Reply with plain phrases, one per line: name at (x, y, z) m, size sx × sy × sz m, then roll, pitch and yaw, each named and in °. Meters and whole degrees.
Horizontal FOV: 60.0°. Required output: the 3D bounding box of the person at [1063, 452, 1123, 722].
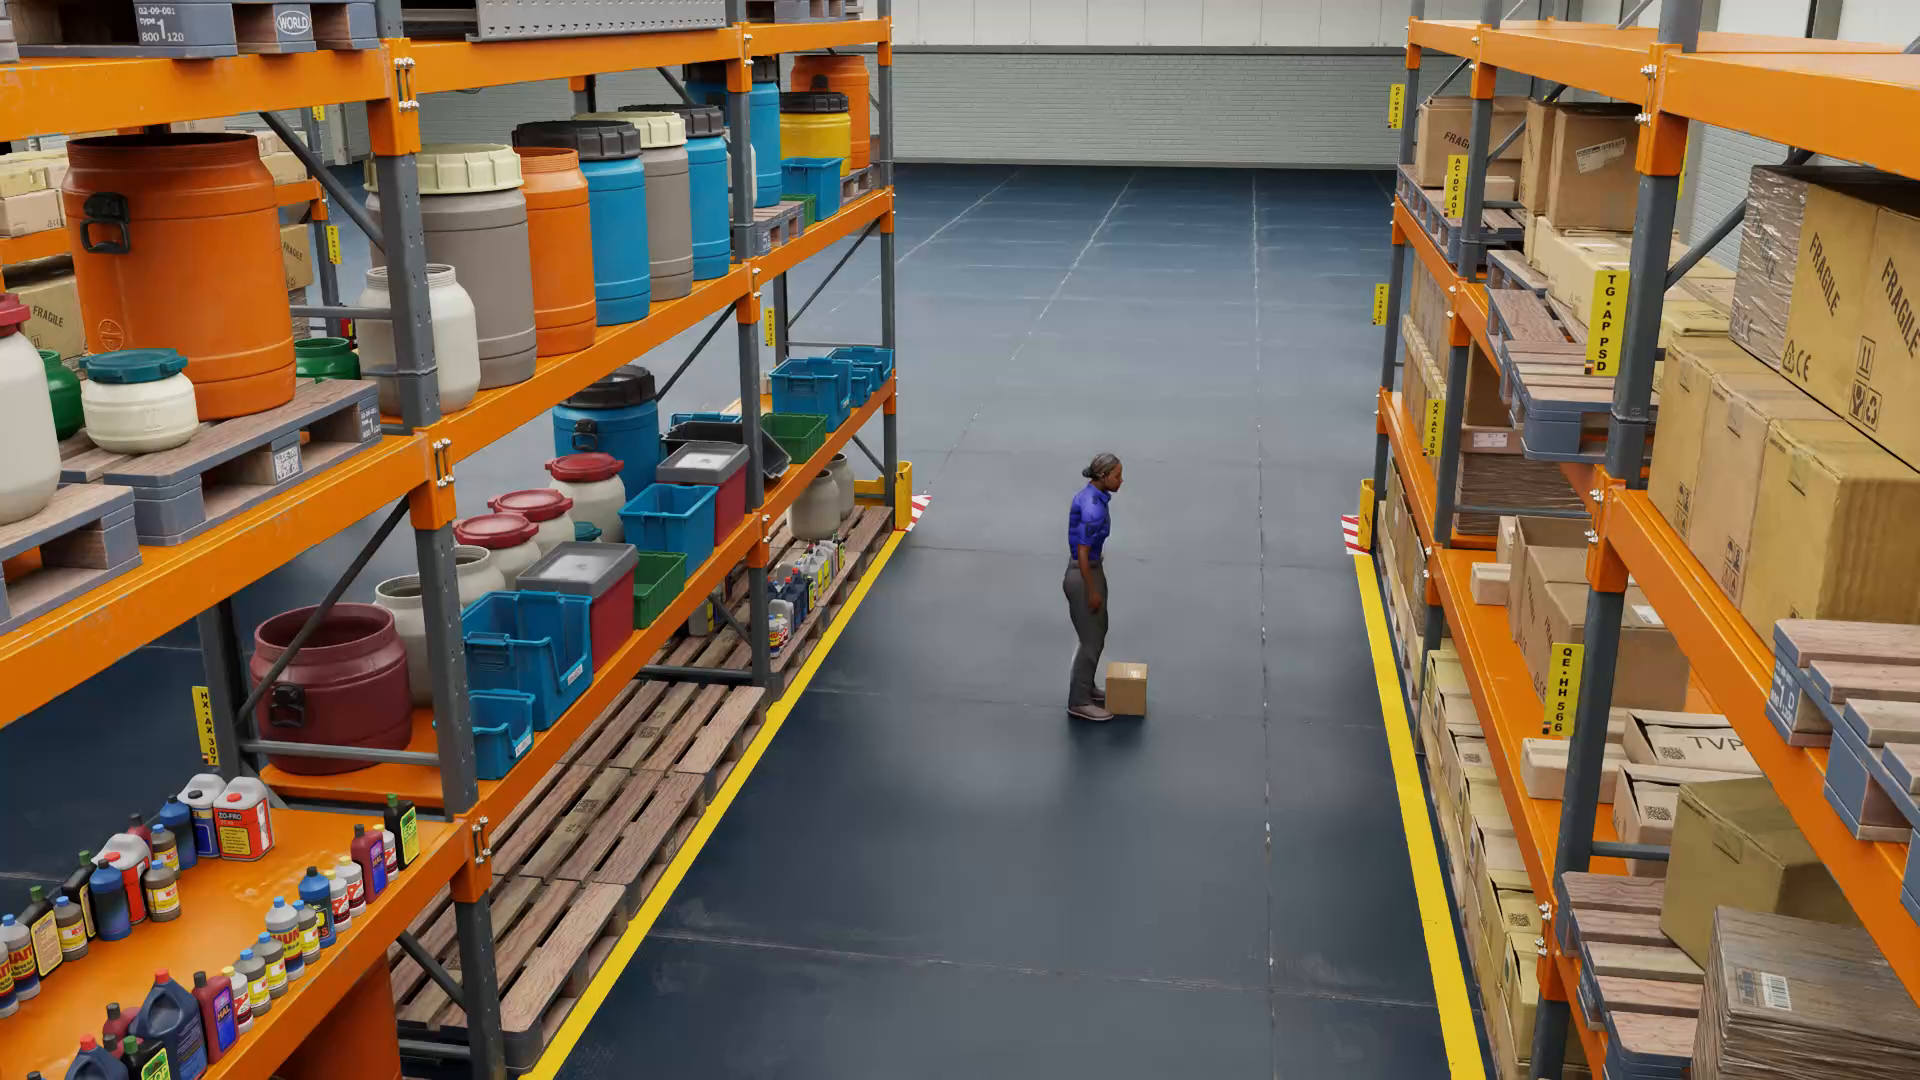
person at (0.814, 0.260, 10.262) m, size 0.348 × 1.655 × 0.508 m, roll 3°, pitch 18°, yaw 9°
